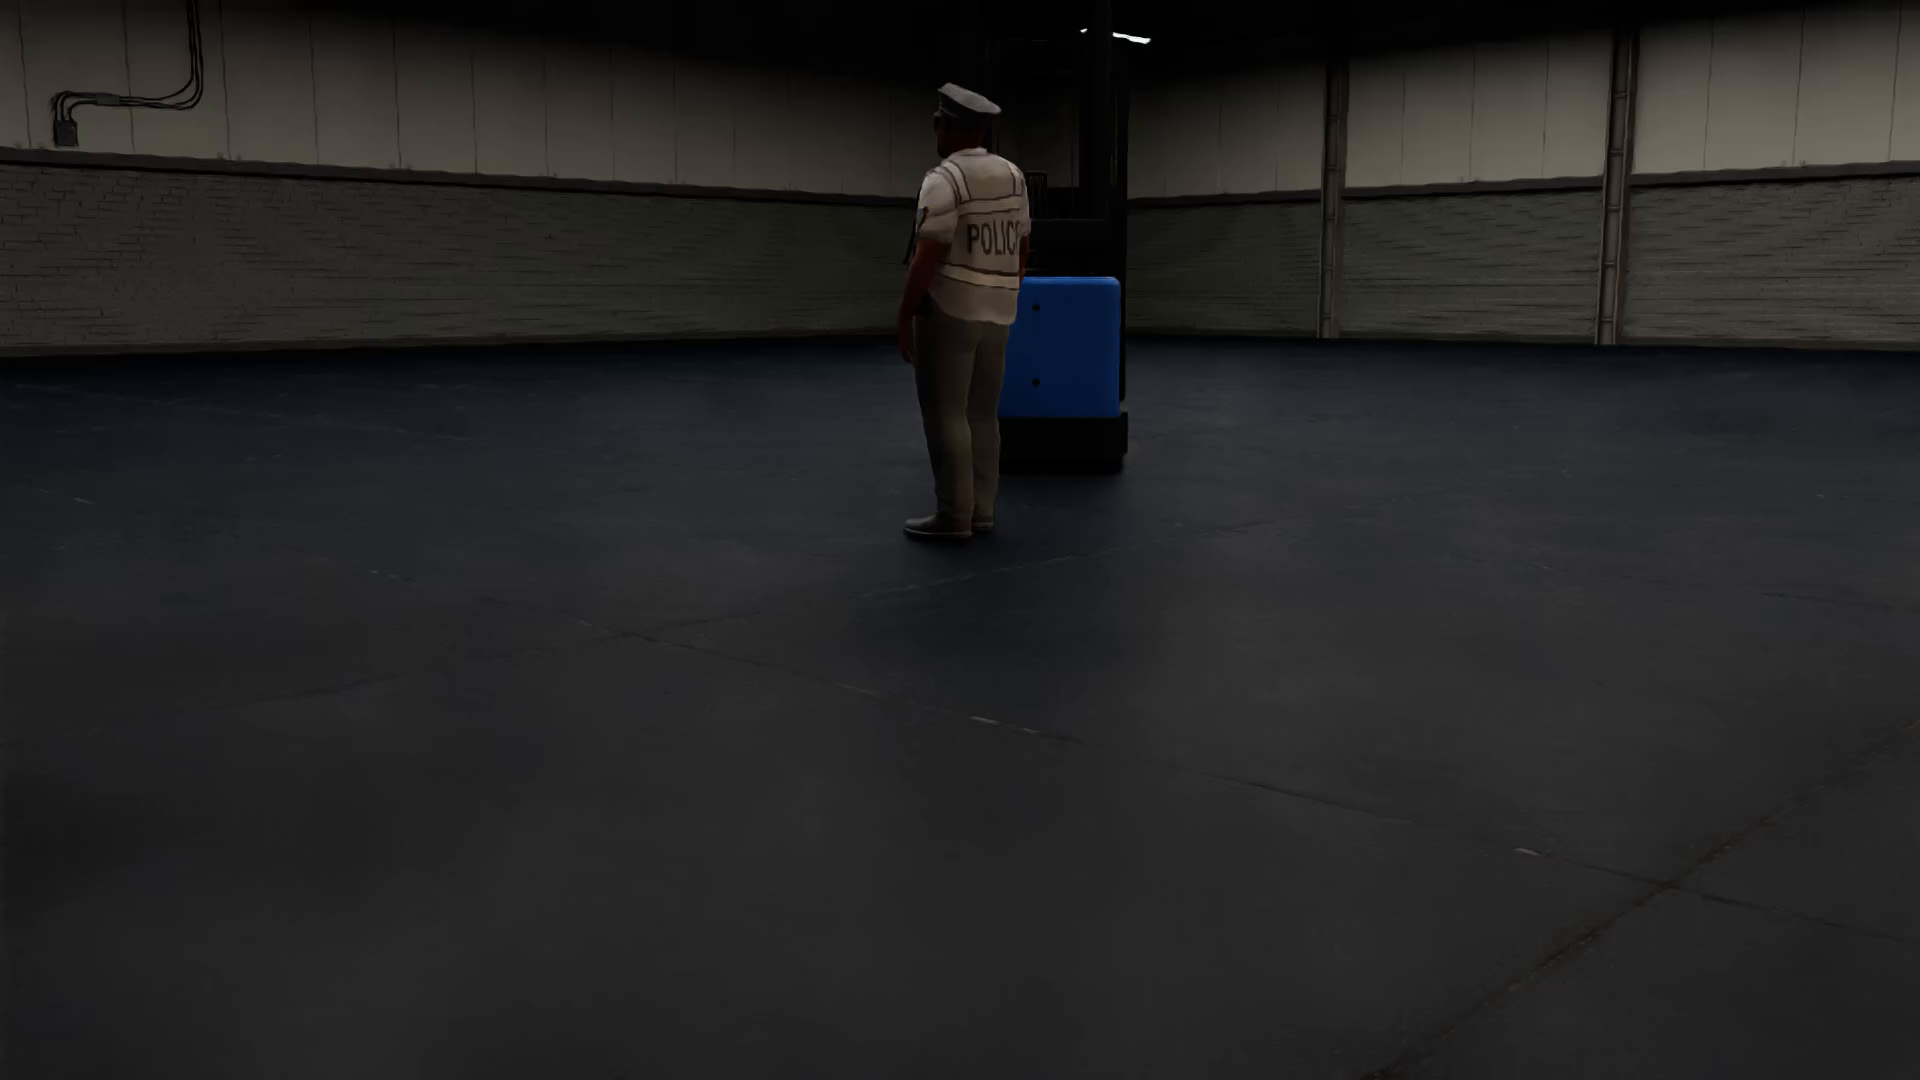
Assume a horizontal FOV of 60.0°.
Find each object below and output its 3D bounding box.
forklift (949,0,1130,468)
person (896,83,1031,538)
[{"bbox_3d":[0.503,-2.040,10.421,1.130,2.935,3.031,1,9,6],"label":"forklift"},{"bbox_3d":[-0.048,-0.898,6.645,0.574,1.781,0.640,8,12,43],"label":"person"}]
